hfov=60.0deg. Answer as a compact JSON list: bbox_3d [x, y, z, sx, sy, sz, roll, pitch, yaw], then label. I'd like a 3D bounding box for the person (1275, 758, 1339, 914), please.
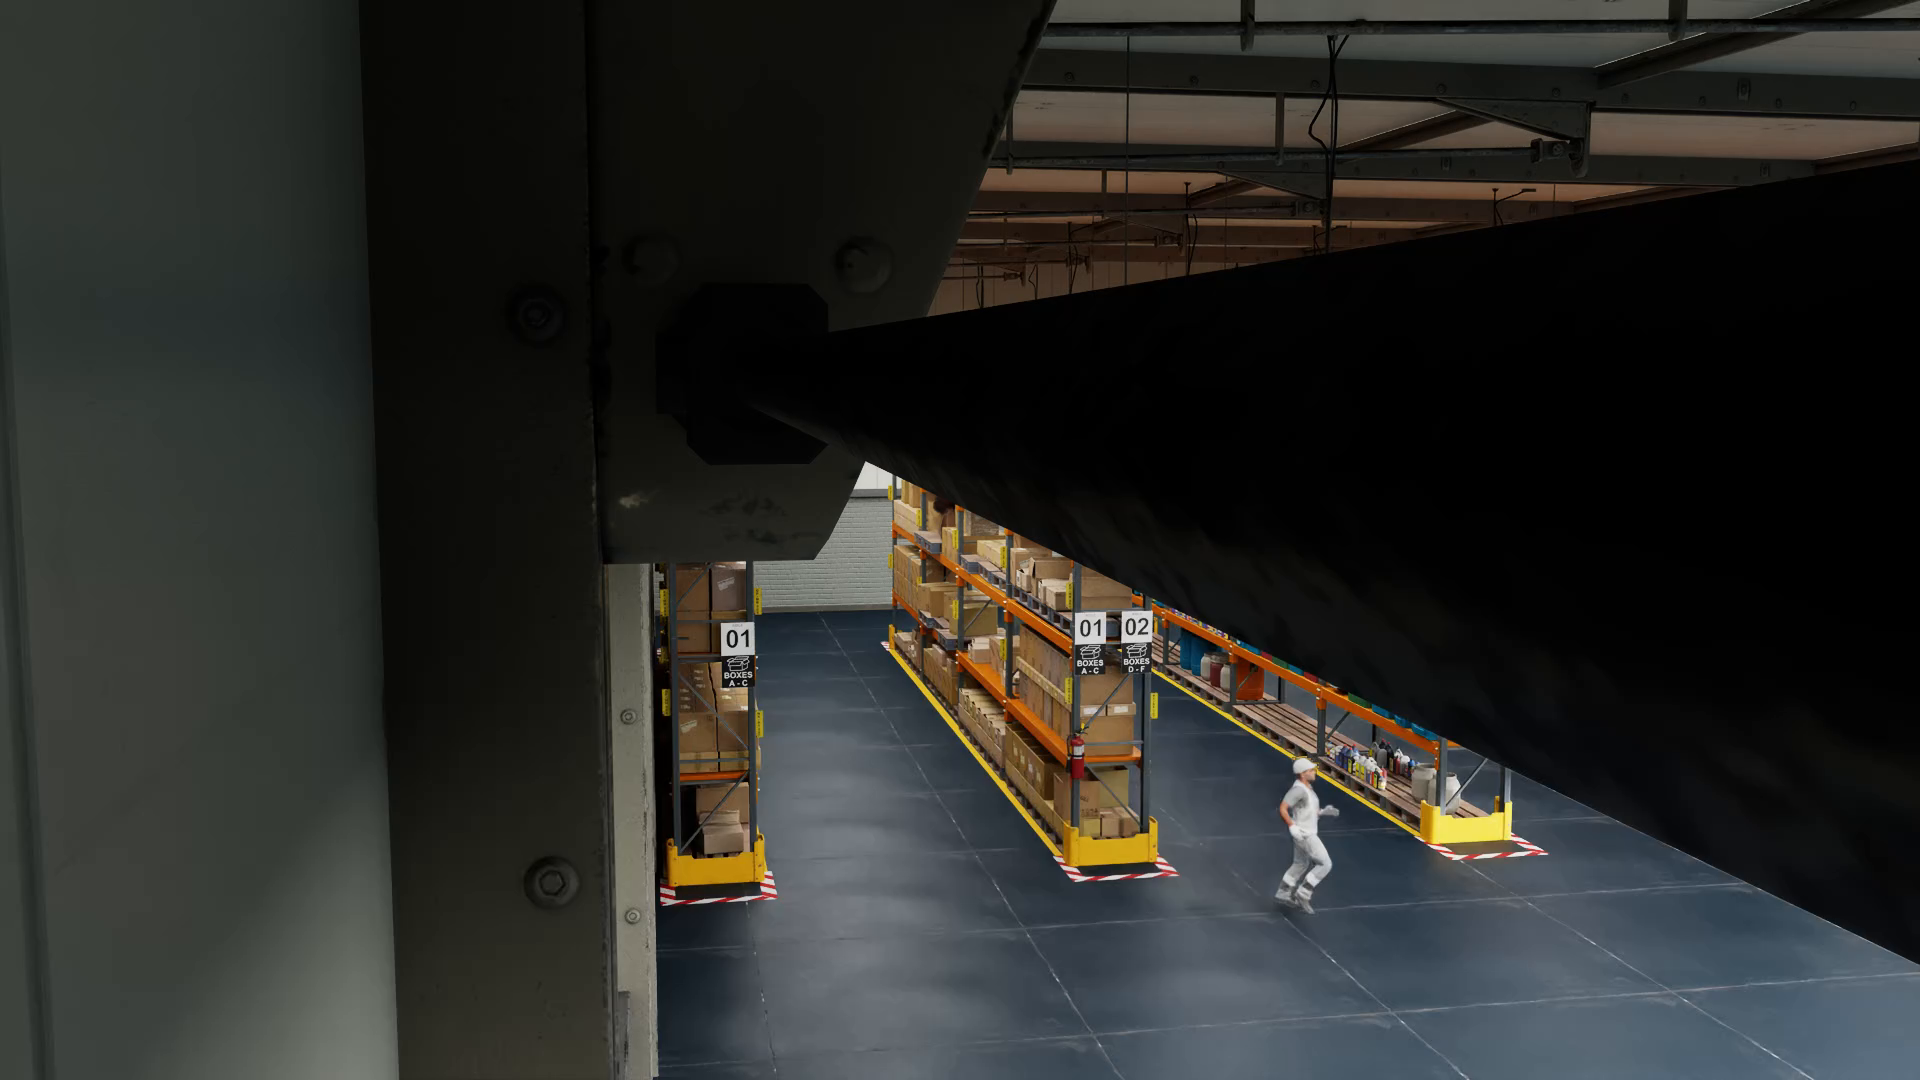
[{"bbox_3d":[3.977,3.384,19.048,0.708,1.783,0.648,1,6,13],"label":"person"}]
